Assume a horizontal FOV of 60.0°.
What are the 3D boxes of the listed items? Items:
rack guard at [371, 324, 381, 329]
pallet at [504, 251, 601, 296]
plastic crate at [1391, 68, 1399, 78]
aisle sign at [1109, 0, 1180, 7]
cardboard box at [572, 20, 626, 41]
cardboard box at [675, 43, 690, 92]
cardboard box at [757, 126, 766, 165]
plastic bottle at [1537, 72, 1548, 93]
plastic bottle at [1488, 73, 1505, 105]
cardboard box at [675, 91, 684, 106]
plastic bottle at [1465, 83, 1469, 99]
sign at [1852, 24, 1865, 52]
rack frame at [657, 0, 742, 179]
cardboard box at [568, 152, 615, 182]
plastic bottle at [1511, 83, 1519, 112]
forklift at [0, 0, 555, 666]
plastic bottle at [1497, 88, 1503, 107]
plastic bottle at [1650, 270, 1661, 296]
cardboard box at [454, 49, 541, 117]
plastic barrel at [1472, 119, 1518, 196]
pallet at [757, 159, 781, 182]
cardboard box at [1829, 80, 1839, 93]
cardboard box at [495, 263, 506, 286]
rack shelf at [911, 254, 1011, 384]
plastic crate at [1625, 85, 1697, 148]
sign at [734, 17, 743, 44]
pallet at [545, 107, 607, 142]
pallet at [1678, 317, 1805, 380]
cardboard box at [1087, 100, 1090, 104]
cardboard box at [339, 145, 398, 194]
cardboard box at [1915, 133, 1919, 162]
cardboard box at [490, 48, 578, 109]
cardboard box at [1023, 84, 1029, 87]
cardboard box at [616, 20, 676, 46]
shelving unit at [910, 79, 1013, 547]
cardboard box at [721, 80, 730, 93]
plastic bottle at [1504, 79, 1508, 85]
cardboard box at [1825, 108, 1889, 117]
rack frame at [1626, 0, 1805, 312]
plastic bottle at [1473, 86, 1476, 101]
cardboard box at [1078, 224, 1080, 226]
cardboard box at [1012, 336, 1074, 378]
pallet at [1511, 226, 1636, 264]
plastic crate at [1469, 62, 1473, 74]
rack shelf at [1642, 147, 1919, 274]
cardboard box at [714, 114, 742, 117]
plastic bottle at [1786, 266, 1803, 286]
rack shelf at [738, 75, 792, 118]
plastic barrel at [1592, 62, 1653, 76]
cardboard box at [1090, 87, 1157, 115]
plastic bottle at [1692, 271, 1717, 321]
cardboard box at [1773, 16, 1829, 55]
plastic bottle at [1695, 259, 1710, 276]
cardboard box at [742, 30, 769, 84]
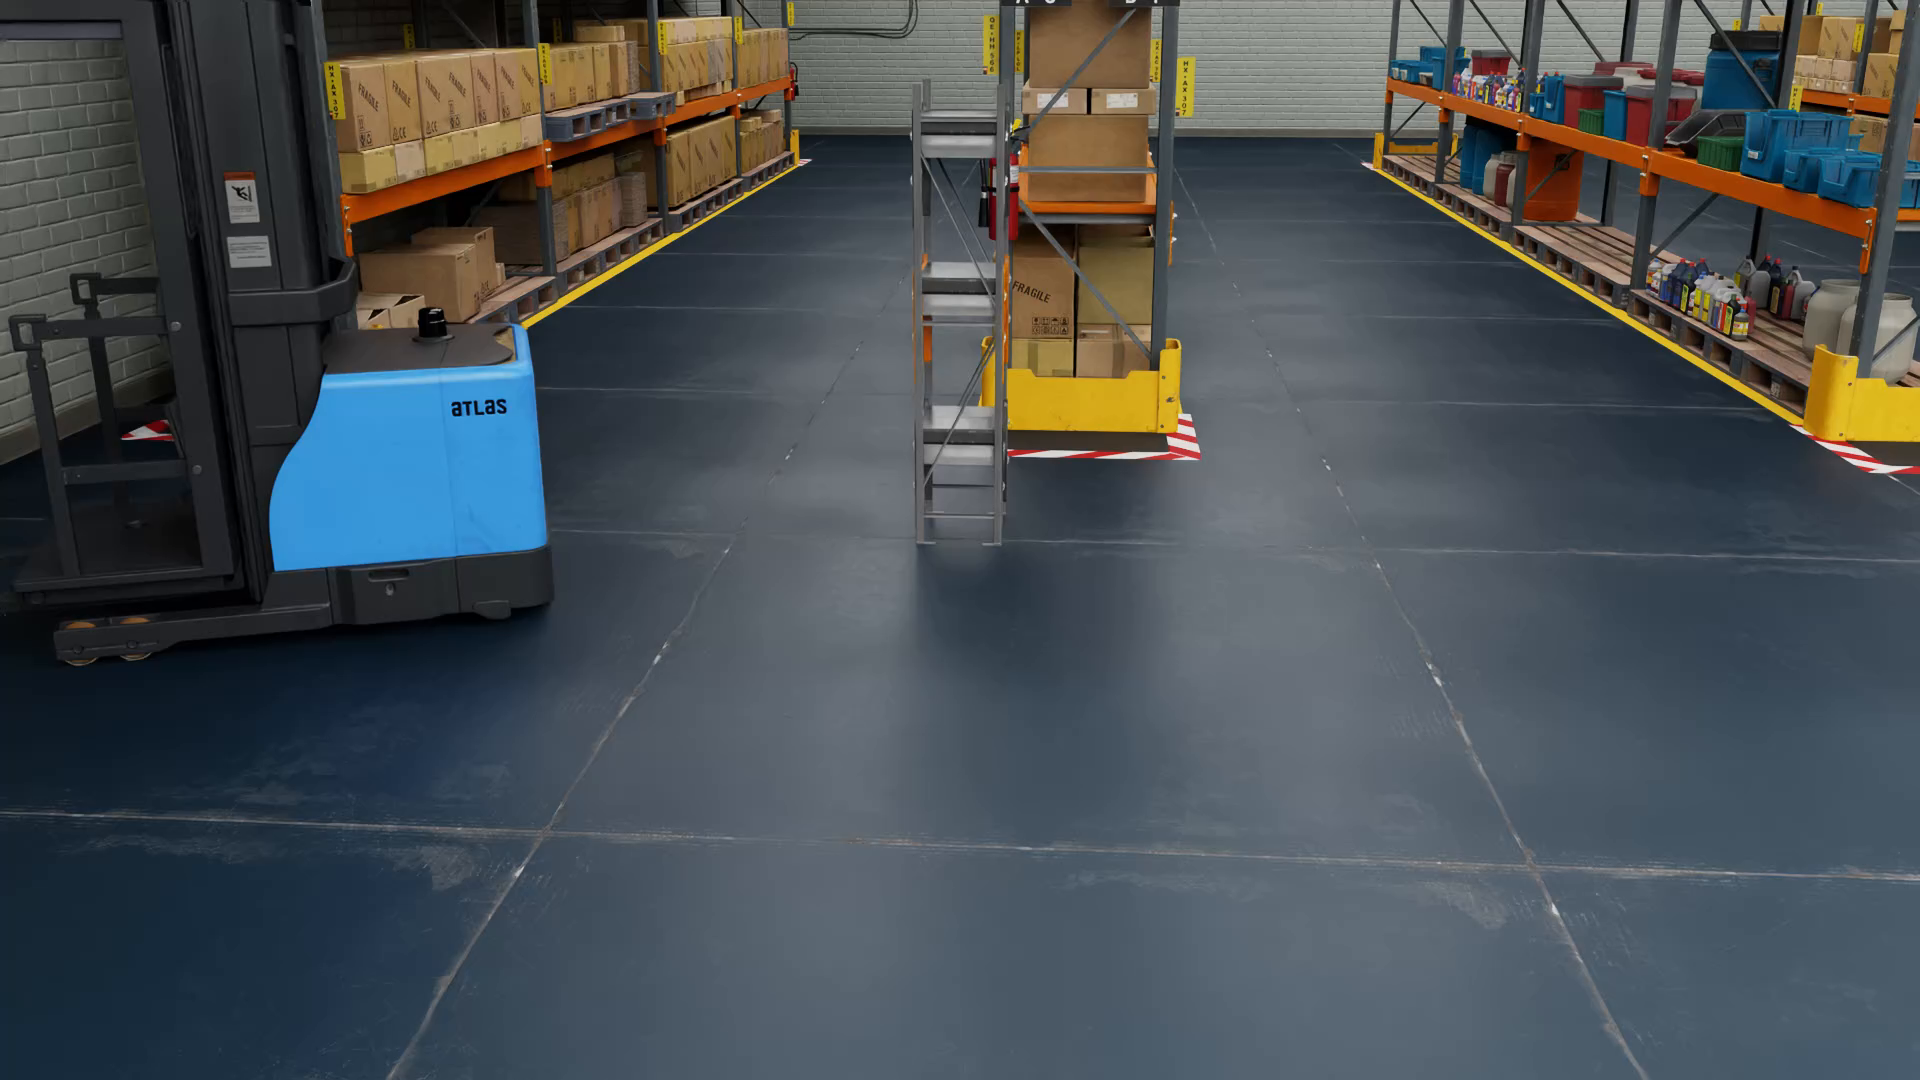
[{"bbox_3d":[-4.213,-1.076,10.405,1.175,0.500,0.348,1,18,4],"label":"rack guard"},{"bbox_3d":[-3.877,-2.400,14.907,1.003,0.211,1.213,1,18,4],"label":"pallet"},{"bbox_3d":[6.359,-6.725,23.956,0.250,0.136,0.298,1,18,4],"label":"plastic crate"},{"bbox_3d":[1.024,-3.339,9.122,0.394,0.787,0.004,1,18,4],"label":"aisle sign"},{"bbox_3d":[-3.871,-5.426,17.792,0.500,0.250,0.500,2,18,5],"label":"cardboard box"},{"bbox_3d":[-3.308,-5.231,18.400,0.500,0.500,0.500,2,18,6],"label":"cardboard box"},{"bbox_3d":[-3.124,-5.524,23.305,0.700,0.500,0.500,2,18,5],"label":"cardboard box"},{"bbox_3d":[6.544,-5.050,18.595,0.144,0.351,0.185,1,18,4],"label":"plastic bottle"},{"bbox_3d":[5.975,-5.019,18.503,0.144,0.351,0.185,1,18,4],"label":"plastic bottle"},{"bbox_3d":[-3.260,-4.871,18.343,0.380,0.149,0.250,2,18,6],"label":"cardboard box"},{"bbox_3d":[6.042,-5.337,19.714,0.097,0.201,0.097,0,18,0],"label":"plastic bottle"},{"bbox_3d":[10.910,-6.097,20.194,0.100,0.325,0.005,1,18,4],"label":"sign"},{"bbox_3d":[-3.358,-5.967,21.317,1.000,3.000,0.127,1,18,4],"label":"rack frame"},{"bbox_3d":[-3.748,-3.702,16.508,0.500,0.250,0.500,2,18,5],"label":"cardboard box"},{"bbox_3d":[5.857,-4.655,17.501,0.061,0.283,0.133,1,18,4],"label":"plastic bottle"},{"bbox_3d":[-3.271,-1.089,6.539,3.031,2.935,1.130,-5,19,-15],"label":"forklift"},{"bbox_3d":[5.925,-4.833,18.175,0.097,0.201,0.097,0,18,0],"label":"plastic bottle"},{"bbox_3d":[5.483,-2.020,13.059,0.097,0.201,0.097,0,18,0],"label":"plastic bottle"},{"bbox_3d":[-3.657,-3.624,13.169,0.500,0.500,0.500,1,18,4],"label":"cardboard box"},{"bbox_3d":[6.417,-4.560,19.718,0.600,0.901,0.708,1,18,4],"label":"plastic barrel"},{"bbox_3d":[-3.141,-5.257,23.627,1.003,0.211,1.213,1,18,4],"label":"pallet"},{"bbox_3d":[11.177,-5.698,20.900,0.380,0.149,0.250,2,18,5],"label":"cardboard box"},{"bbox_3d":[-3.940,-2.179,13.598,0.380,0.166,0.250,-1,18,-3],"label":"cardboard box"},{"bbox_3d":[0.012,-1.036,7.757,0.431,0.518,0.480,1,18,4],"label":"rack shelf"},{"bbox_3d":[5.680,-3.449,13.530,0.402,0.464,0.583,1,18,4],"label":"plastic crate"},{"bbox_3d":[-2.816,-6.471,21.122,0.100,0.325,0.005,1,18,4],"label":"sign"},{"bbox_3d":[-3.732,-3.626,14.479,1.003,0.211,1.213,1,18,4],"label":"pallet"},{"bbox_3d":[5.776,-1.349,11.701,1.003,0.211,1.213,1,18,4],"label":"pallet"},{"bbox_3d":[0.843,-2.641,11.004,0.700,0.500,0.500,1,18,4],"label":"cardboard box"},{"bbox_3d":[-3.867,-2.323,10.405,0.500,0.250,0.500,1,18,2],"label":"cardboard box"},{"bbox_3d":[11.319,-4.074,18.276,1.225,0.875,0.875,1,18,4],"label":"cardboard box"},{"bbox_3d":[-3.814,-4.070,14.660,0.700,0.500,0.500,3,18,10],"label":"cardboard box"},{"bbox_3d":[0.578,-2.691,10.116,0.380,0.149,0.250,2,18,5],"label":"cardboard box"},{"bbox_3d":[-3.353,-5.424,17.784,0.500,0.250,0.500,2,18,5],"label":"cardboard box"},{"bbox_3d":[0.012,-1.049,7.753,0.431,2.100,0.503,1,18,4],"label":"shelving unit"},{"bbox_3d":[-3.094,-5.667,20.773,0.380,0.149,0.250,2,18,5],"label":"cardboard box"},{"bbox_3d":[6.079,-4.993,18.531,0.061,0.283,0.133,1,18,4],"label":"plastic bottle"},{"bbox_3d":[11.591,-5.029,21.191,0.875,0.875,0.875,1,18,4],"label":"cardboard box"},{"bbox_3d":[5.950,-3.262,13.060,1.000,3.000,0.127,1,18,4],"label":"rack frame"},{"bbox_3d":[6.008,-5.194,19.275,0.097,0.201,0.097,0,18,0],"label":"plastic bottle"},{"bbox_3d":[1.115,-2.163,12.245,0.500,0.500,0.500,1,18,4],"label":"cardboard box"},{"bbox_3d":[0.467,-1.197,10.501,0.500,0.250,0.500,1,18,4],"label":"cardboard box"},{"bbox_3d":[6.143,-2.939,16.554,1.003,0.211,1.213,1,18,4],"label":"pallet"},{"bbox_3d":[6.817,-6.189,22.086,0.437,0.282,0.530,1,18,4],"label":"plastic crate"},{"bbox_3d":[5.807,-2.299,11.276,1.077,0.370,4.000,1,18,4],"label":"rack shelf"},{"bbox_3d":[-3.301,-5.960,23.592,0.380,0.149,0.250,1,18,4],"label":"cardboard box"},{"bbox_3d":[6.155,-1.846,12.286,0.144,0.351,0.185,1,18,4],"label":"plastic bottle"},{"bbox_3d":[-3.215,-6.247,23.325,1.077,0.370,4.000,1,18,4],"label":"rack shelf"},{"bbox_3d":[6.506,-4.418,16.370,0.600,0.536,0.708,1,18,4],"label":"plastic barrel"},{"bbox_3d":[0.966,-2.604,9.850,0.380,0.149,0.250,1,18,4],"label":"cardboard box"},{"bbox_3d":[5.434,-1.780,12.085,0.144,0.351,0.185,1,18,3],"label":"plastic bottle"},{"bbox_3d":[11.380,-6.845,22.555,0.500,0.500,0.500,1,18,2],"label":"cardboard box"},{"bbox_3d":[5.622,-1.967,12.657,0.144,0.351,0.185,1,18,4],"label":"plastic bottle"},{"bbox_3d":[-3.203,-6.731,23.166,0.980,0.700,0.700,0,18,1],"label":"cardboard box"}]
